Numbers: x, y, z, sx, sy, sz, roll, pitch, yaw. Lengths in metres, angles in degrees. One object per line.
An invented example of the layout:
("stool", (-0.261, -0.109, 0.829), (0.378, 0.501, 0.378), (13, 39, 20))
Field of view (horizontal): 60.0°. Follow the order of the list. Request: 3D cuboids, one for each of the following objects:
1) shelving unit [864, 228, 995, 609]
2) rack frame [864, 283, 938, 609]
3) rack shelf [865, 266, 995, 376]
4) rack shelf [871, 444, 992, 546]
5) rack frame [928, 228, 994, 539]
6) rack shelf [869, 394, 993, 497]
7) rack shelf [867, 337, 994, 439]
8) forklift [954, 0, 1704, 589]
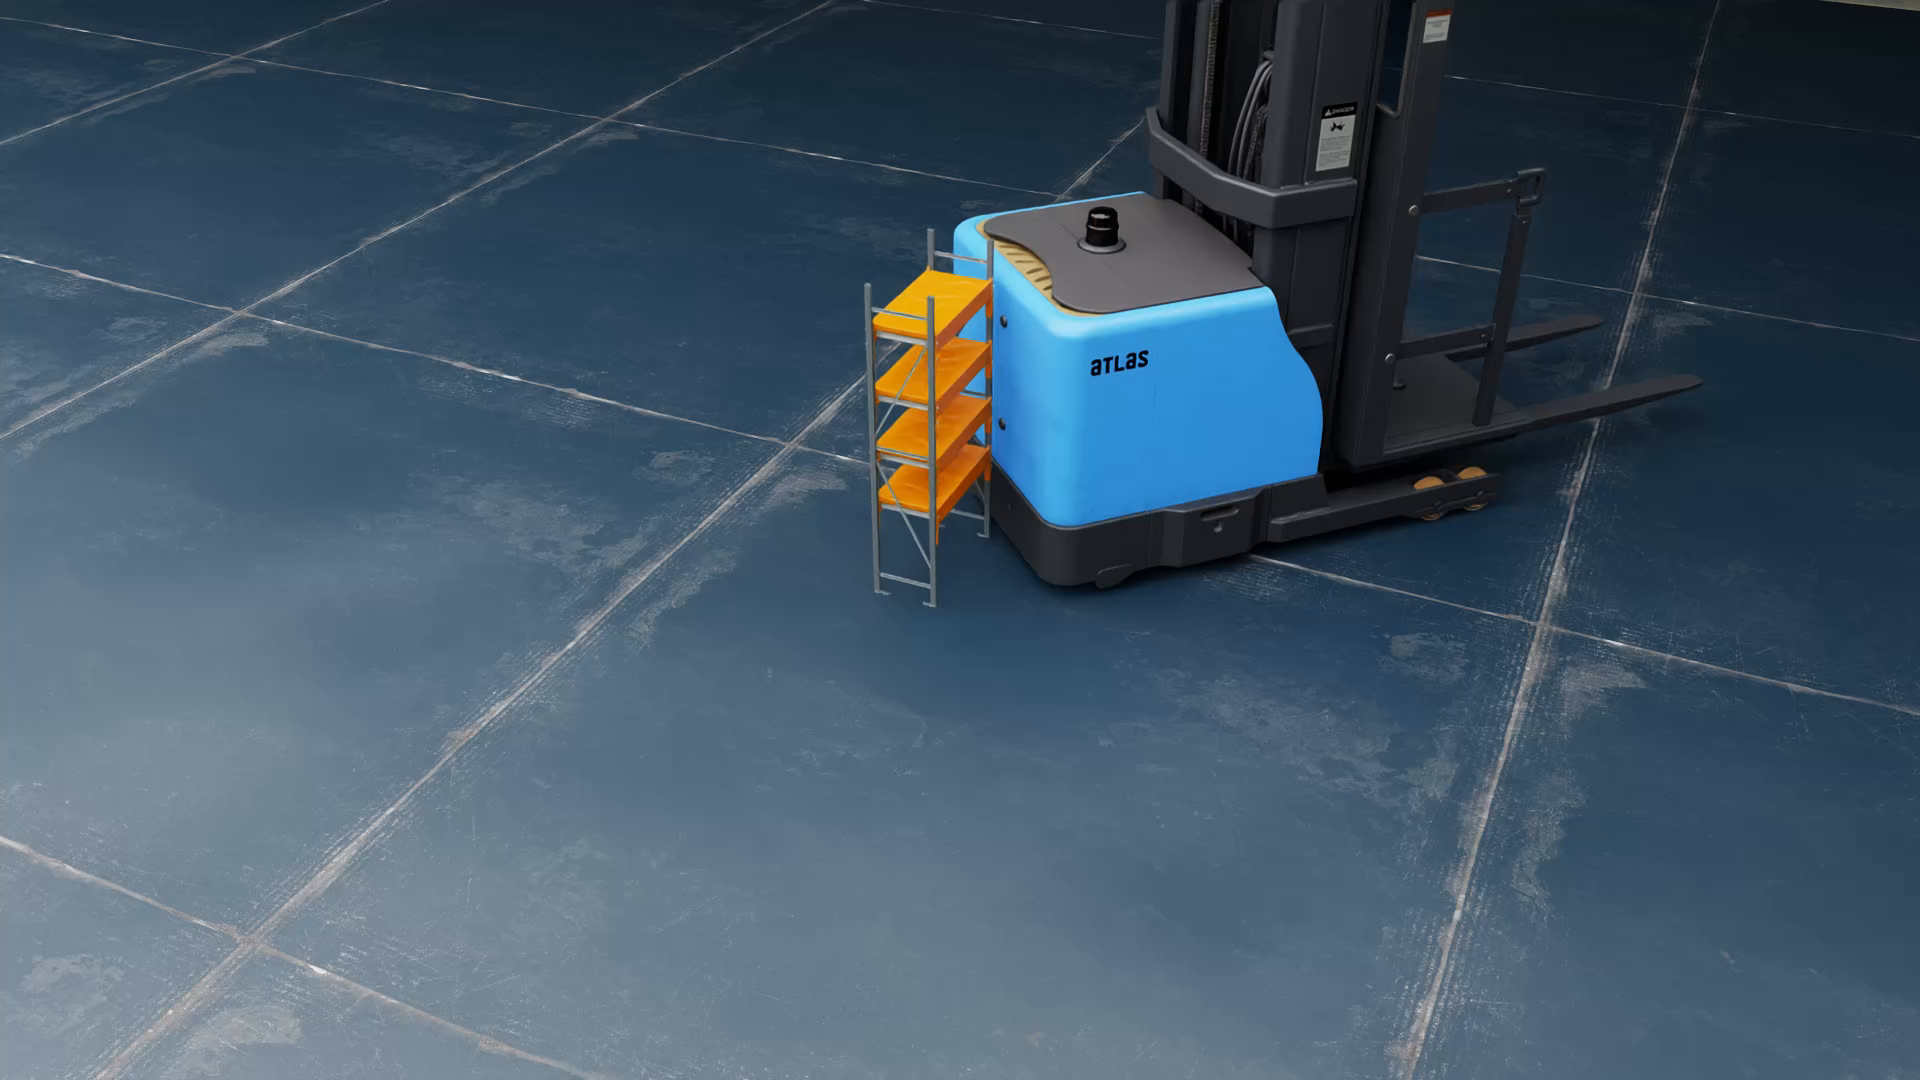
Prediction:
("shelving unit", (-0.095, -0.412, 5.784), (0.258, 1.200, 0.503), (13, 36, 20))
("rack frame", (-0.193, -0.289, 5.597), (0.240, 1.200, 0.015), (13, 36, 20))
("rack shelf", (-0.095, -0.740, 5.568), (0.258, 0.148, 0.480), (13, 36, 20))
("rack shelf", (-0.095, -0.189, 5.929), (0.258, 0.148, 0.480), (13, 36, 20))
("rack frame", (0.002, -0.534, 5.971), (0.240, 1.200, 0.015), (13, 36, 20))
("rack shelf", (-0.095, -0.355, 5.820), (0.258, 0.148, 0.480), (13, 36, 20))
("rack shelf", (-0.095, -0.542, 5.698), (0.258, 0.148, 0.480), (13, 36, 20))
("forklift", (1.532, -1.557, 5.952), (3.031, 2.935, 1.130), (-12, 35, -18))
